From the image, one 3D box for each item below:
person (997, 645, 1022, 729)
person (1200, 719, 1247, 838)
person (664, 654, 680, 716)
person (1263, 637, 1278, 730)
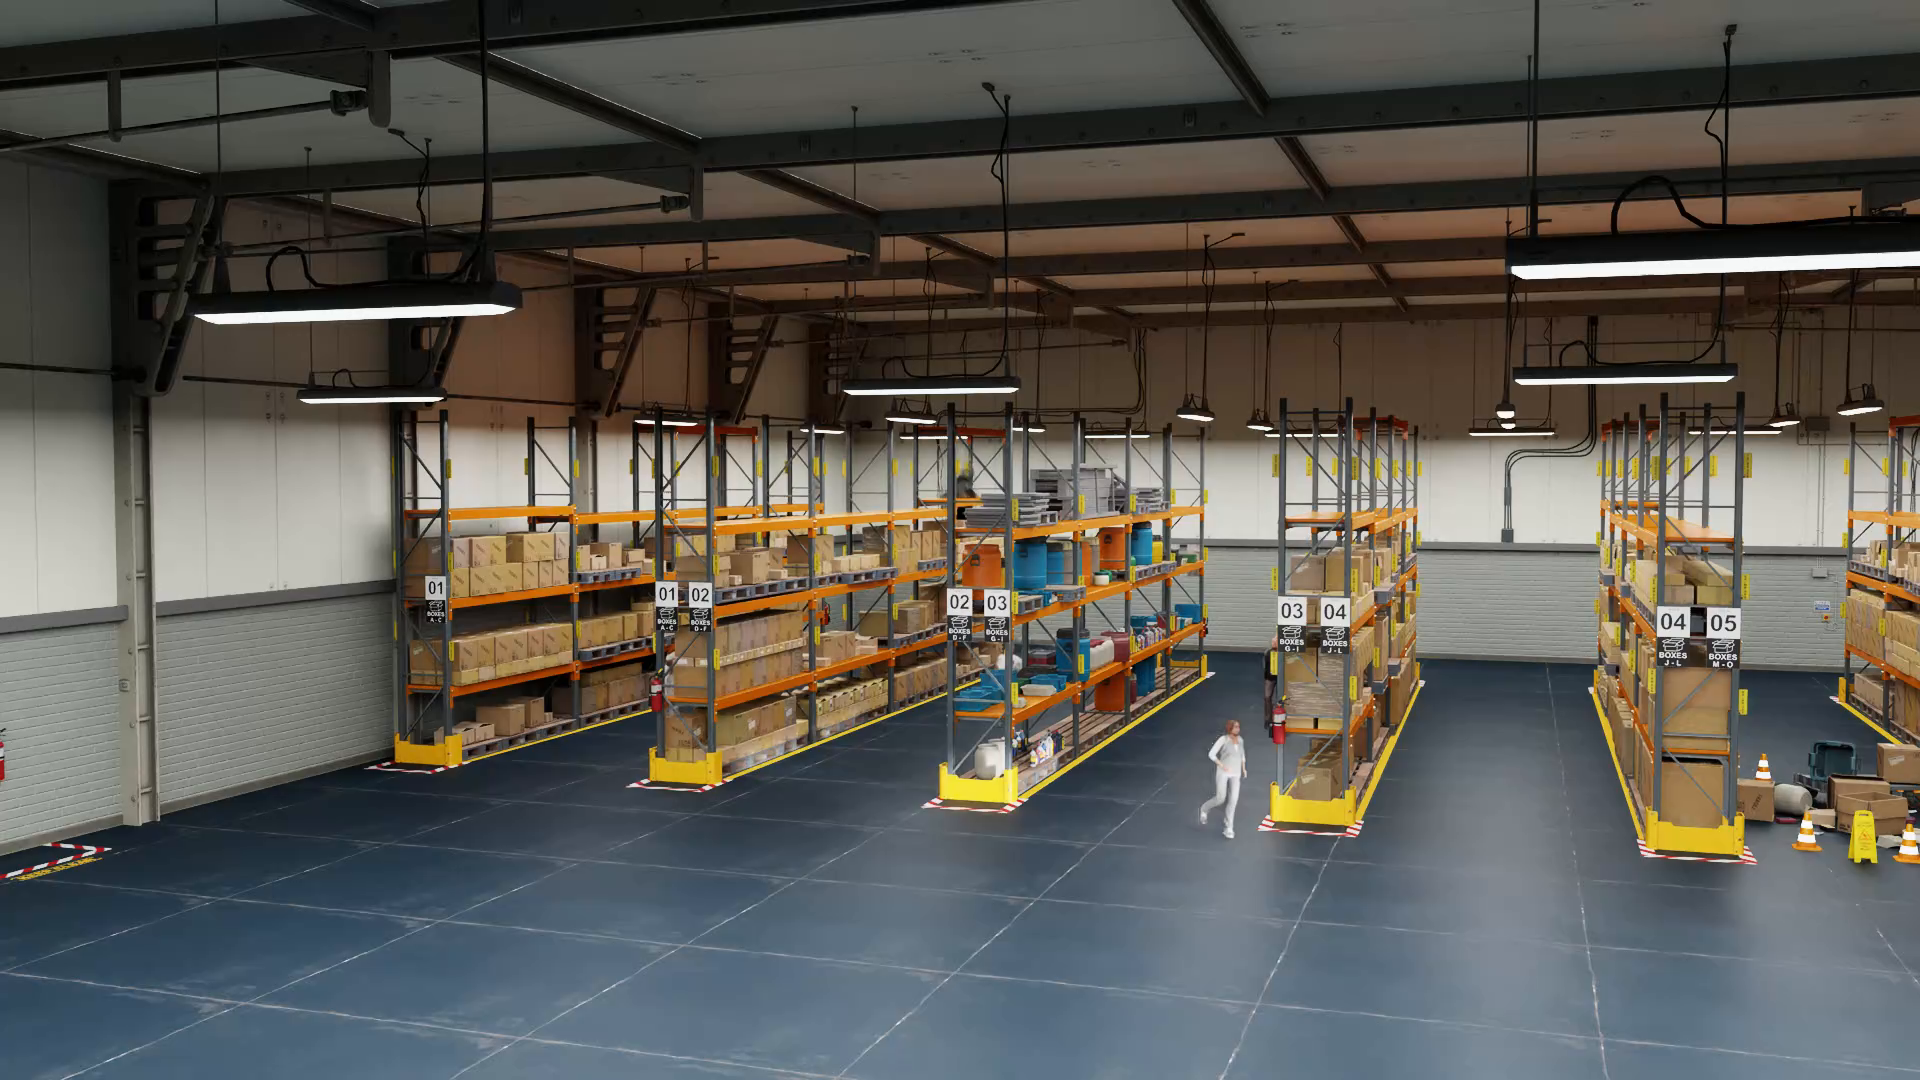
[{"bbox_3d":[0.937,2.808,32.119,0.590,1.670,0.718,1,3,18],"label":"person"},{"bbox_3d":[3.703,3.237,22.829,0.601,1.552,0.826,-1,3,-20],"label":"person"},{"bbox_3d":[-5.100,2.884,29.566,0.688,1.758,0.891,1,3,13],"label":"person"},{"bbox_3d":[6.167,2.765,32.341,0.623,1.753,1.080,1,3,20],"label":"person"}]
